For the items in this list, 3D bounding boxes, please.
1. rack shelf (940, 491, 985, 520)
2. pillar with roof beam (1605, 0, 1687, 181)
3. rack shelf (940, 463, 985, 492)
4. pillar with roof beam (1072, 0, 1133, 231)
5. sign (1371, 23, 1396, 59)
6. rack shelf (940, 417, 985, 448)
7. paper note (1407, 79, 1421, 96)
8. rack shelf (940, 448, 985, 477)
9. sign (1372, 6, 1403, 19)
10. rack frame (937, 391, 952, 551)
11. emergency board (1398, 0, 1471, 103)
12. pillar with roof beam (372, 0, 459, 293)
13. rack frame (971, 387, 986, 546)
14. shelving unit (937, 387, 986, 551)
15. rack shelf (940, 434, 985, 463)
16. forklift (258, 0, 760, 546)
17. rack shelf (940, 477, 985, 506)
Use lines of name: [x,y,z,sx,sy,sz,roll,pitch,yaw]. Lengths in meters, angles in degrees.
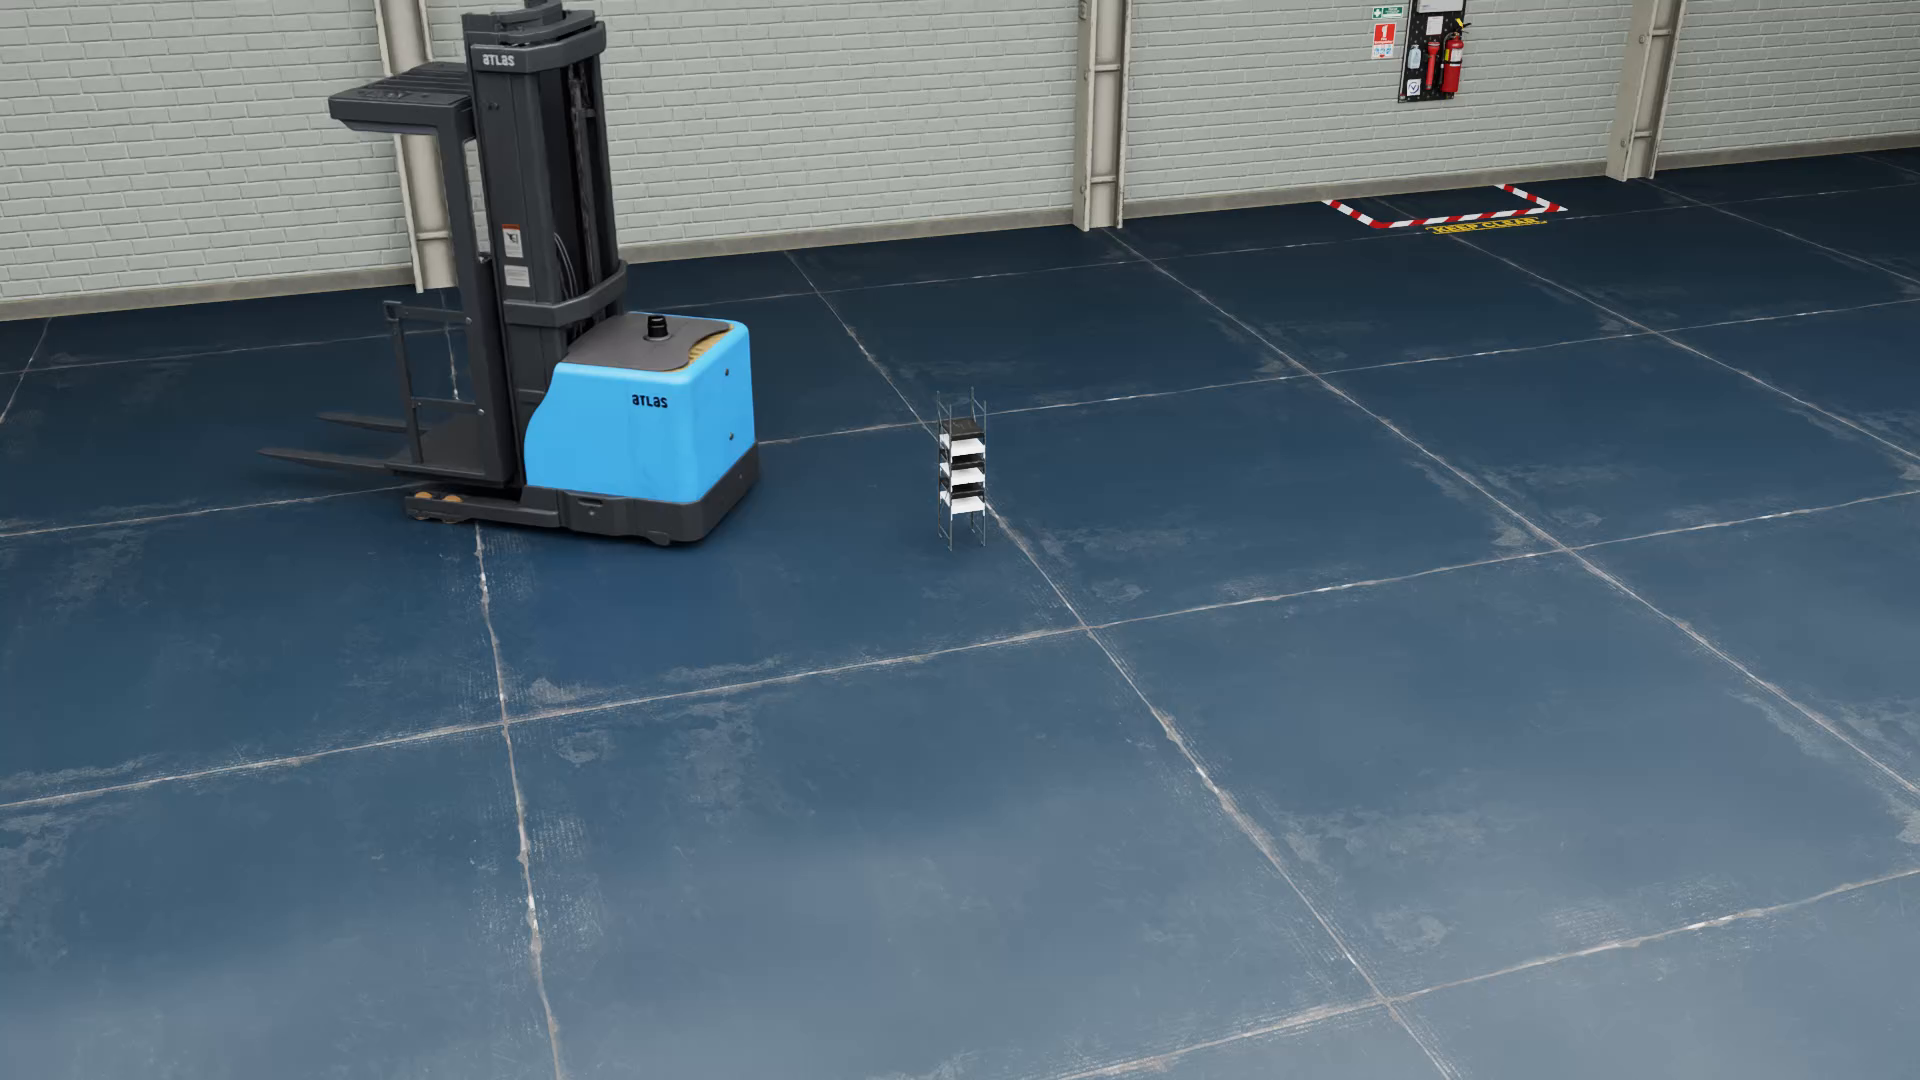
rack shelf: [0.008,-0.213,9.647,0.200,0.077,0.258,-8,28,-16]
pillar with roof beam: [8.338,-6.021,11.758,0.400,9.000,9.100,-8,28,-16]
rack shelf: [0.008,-0.374,9.567,0.200,0.077,0.258,-8,28,-16]
pillar with roof beam: [2.632,-5.195,10.094,0.400,9.000,9.100,-8,28,-16]
sign: [4.085,-4.813,16.032,0.234,0.329,0.001,-8,28,-16]
rack shelf: [0.008,-0.616,9.447,0.200,0.077,0.258,-8,28,-16]
paper note: [4.453,-4.440,16.311,0.142,0.148,0.016,-8,28,-16]
rack shelf: [0.008,-0.455,9.527,0.200,0.077,0.258,-8,28,-16]
sign: [4.092,-5.048,15.908,0.331,0.109,0.001,-8,28,-16]
rack frame: [-0.089,-0.390,9.524,0.006,0.900,0.240,-8,28,-16]
emergency board: [4.643,-4.830,16.106,0.643,1.169,0.194,-8,28,-16]
pillar with roof beam: [-3.073,-4.369,8.430,0.400,9.000,9.100,-8,28,-16]
rack frame: [0.104,-0.418,9.580,0.006,0.900,0.240,-8,28,-16]
shelving unit: [0.008,-0.404,9.552,0.210,0.900,0.258,-8,28,-16]
rack shelf: [0.008,-0.536,9.487,0.200,0.077,0.258,-8,28,-16]
forklift: [-2.827,-1.627,9.732,3.031,2.935,1.130,7,27,13]
rack shelf: [0.008,-0.294,9.607,0.200,0.077,0.258,-8,28,-16]
